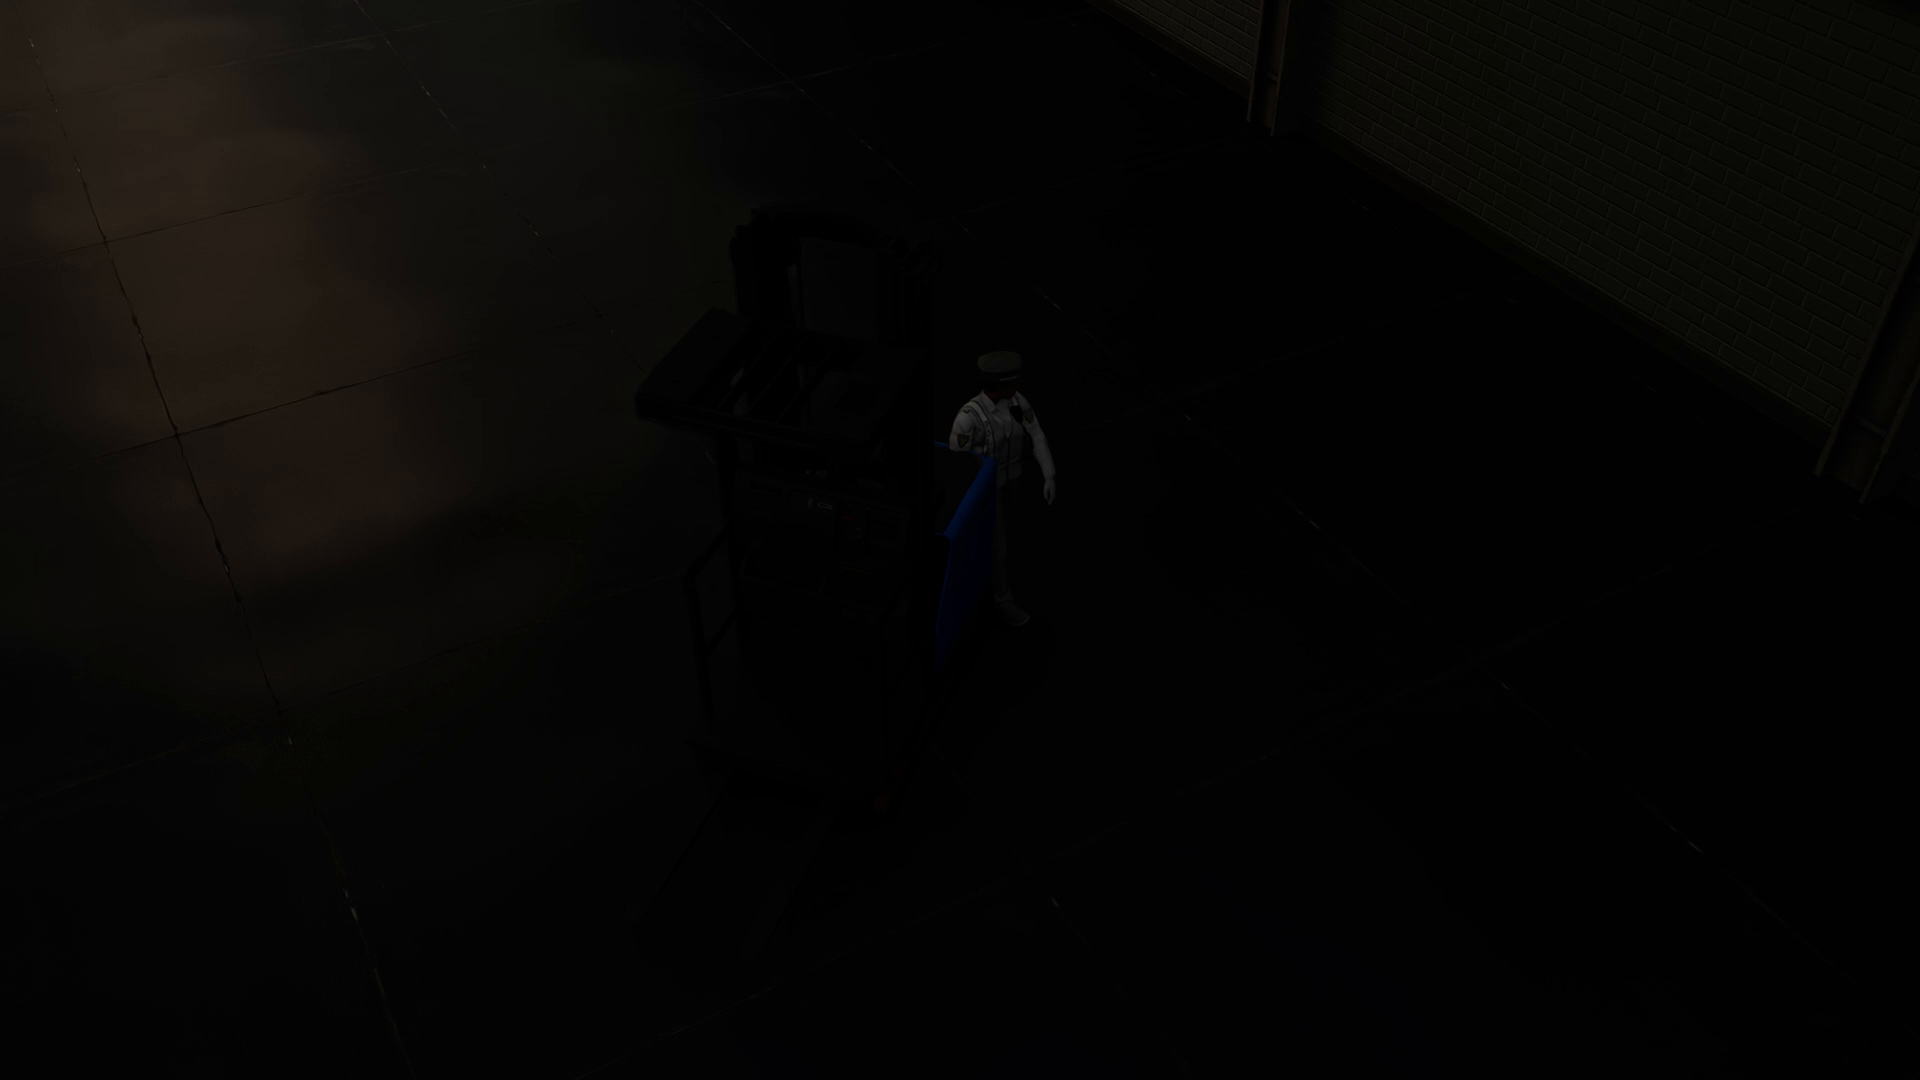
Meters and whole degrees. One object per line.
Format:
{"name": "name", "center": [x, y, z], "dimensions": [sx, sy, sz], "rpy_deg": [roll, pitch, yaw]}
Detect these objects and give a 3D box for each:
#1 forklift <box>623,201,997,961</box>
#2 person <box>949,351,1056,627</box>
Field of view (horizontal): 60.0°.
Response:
{"name": "forklift", "center": [-0.758, -0.001, 8.038], "dimensions": [1.130, 2.935, 3.031], "rpy_deg": [13, 41, 15]}
{"name": "person", "center": [0.199, -0.307, 9.460], "dimensions": [0.611, 1.607, 0.826], "rpy_deg": [-32, 49, -32]}
